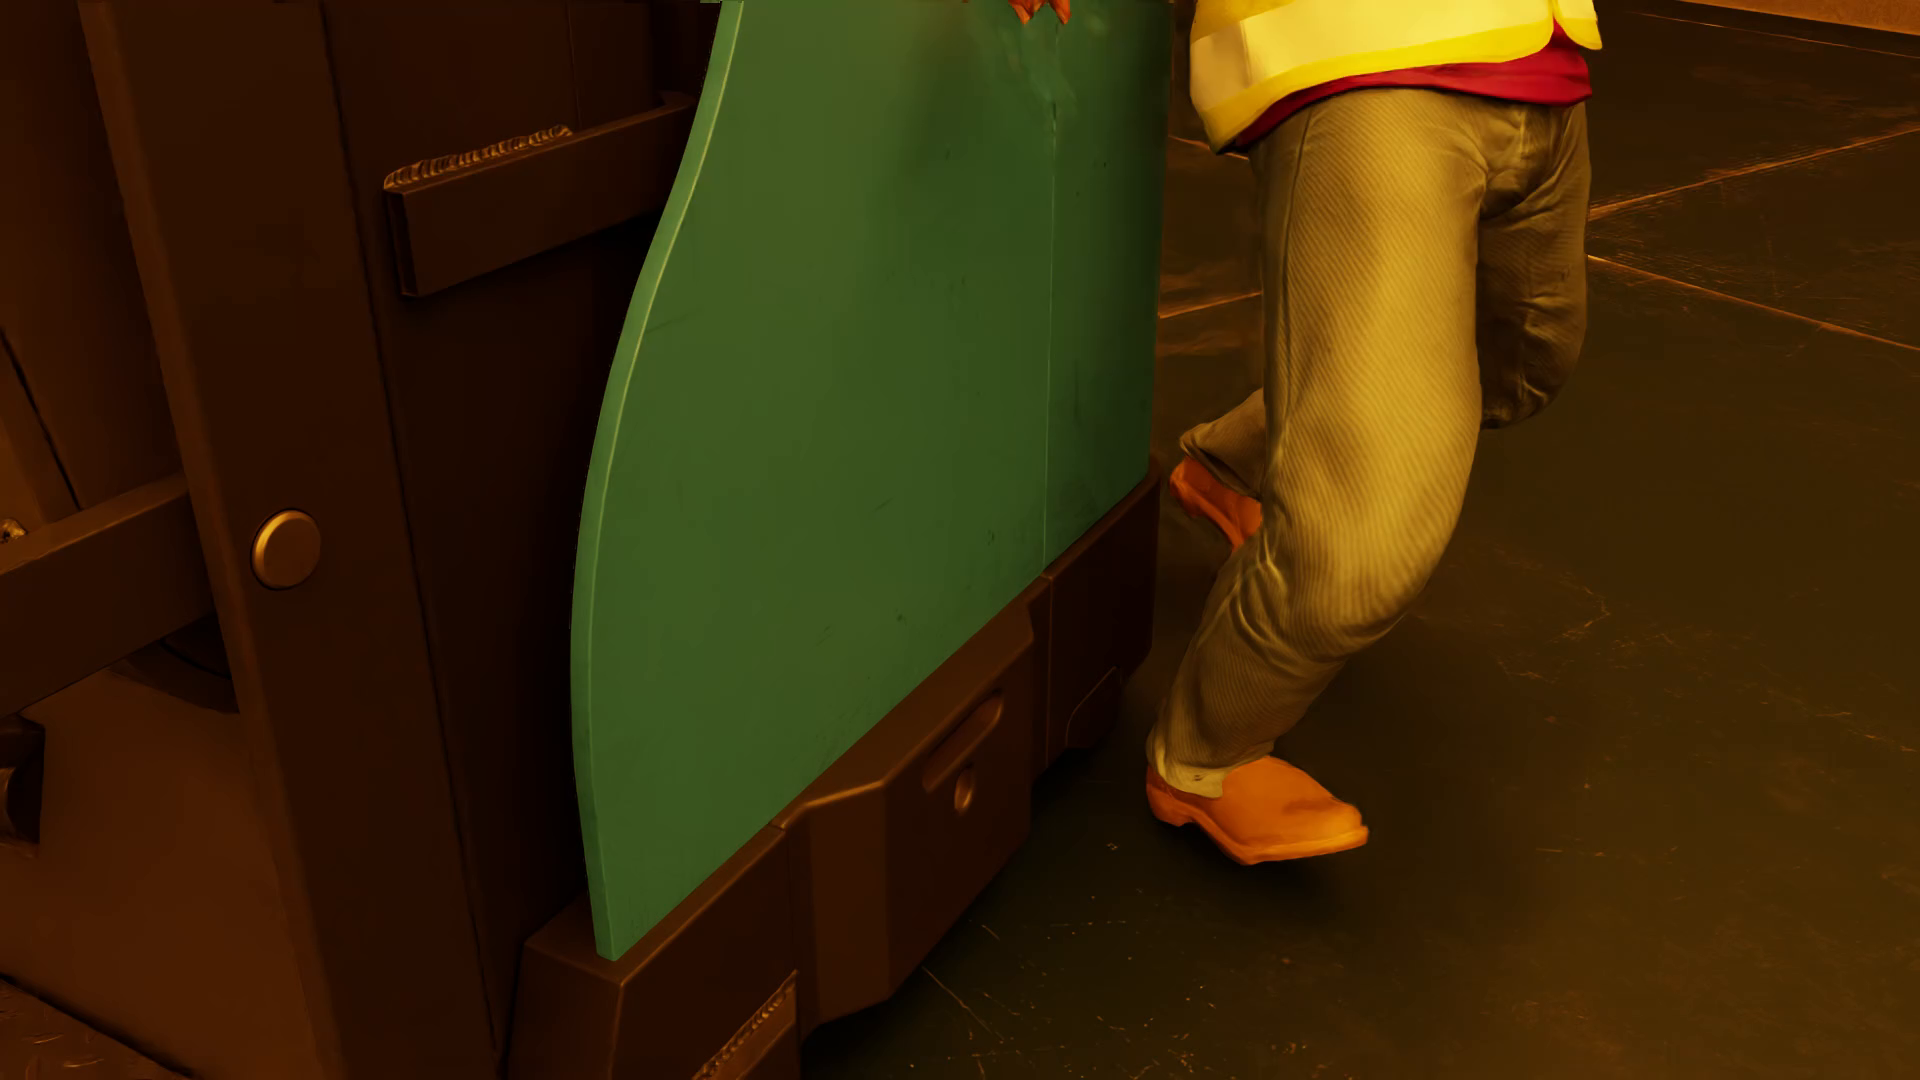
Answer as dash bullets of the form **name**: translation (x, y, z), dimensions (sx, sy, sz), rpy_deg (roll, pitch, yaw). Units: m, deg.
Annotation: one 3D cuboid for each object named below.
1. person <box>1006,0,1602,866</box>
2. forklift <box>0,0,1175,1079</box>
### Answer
- **person**: translation (0.317, -0.378, 1.526), dimensions (0.777, 1.519, 1.062), rpy_deg (20, 33, 34)
- **forklift**: translation (-0.916, -0.660, 0.547), dimensions (1.130, 2.935, 3.031), rpy_deg (14, 30, 26)
